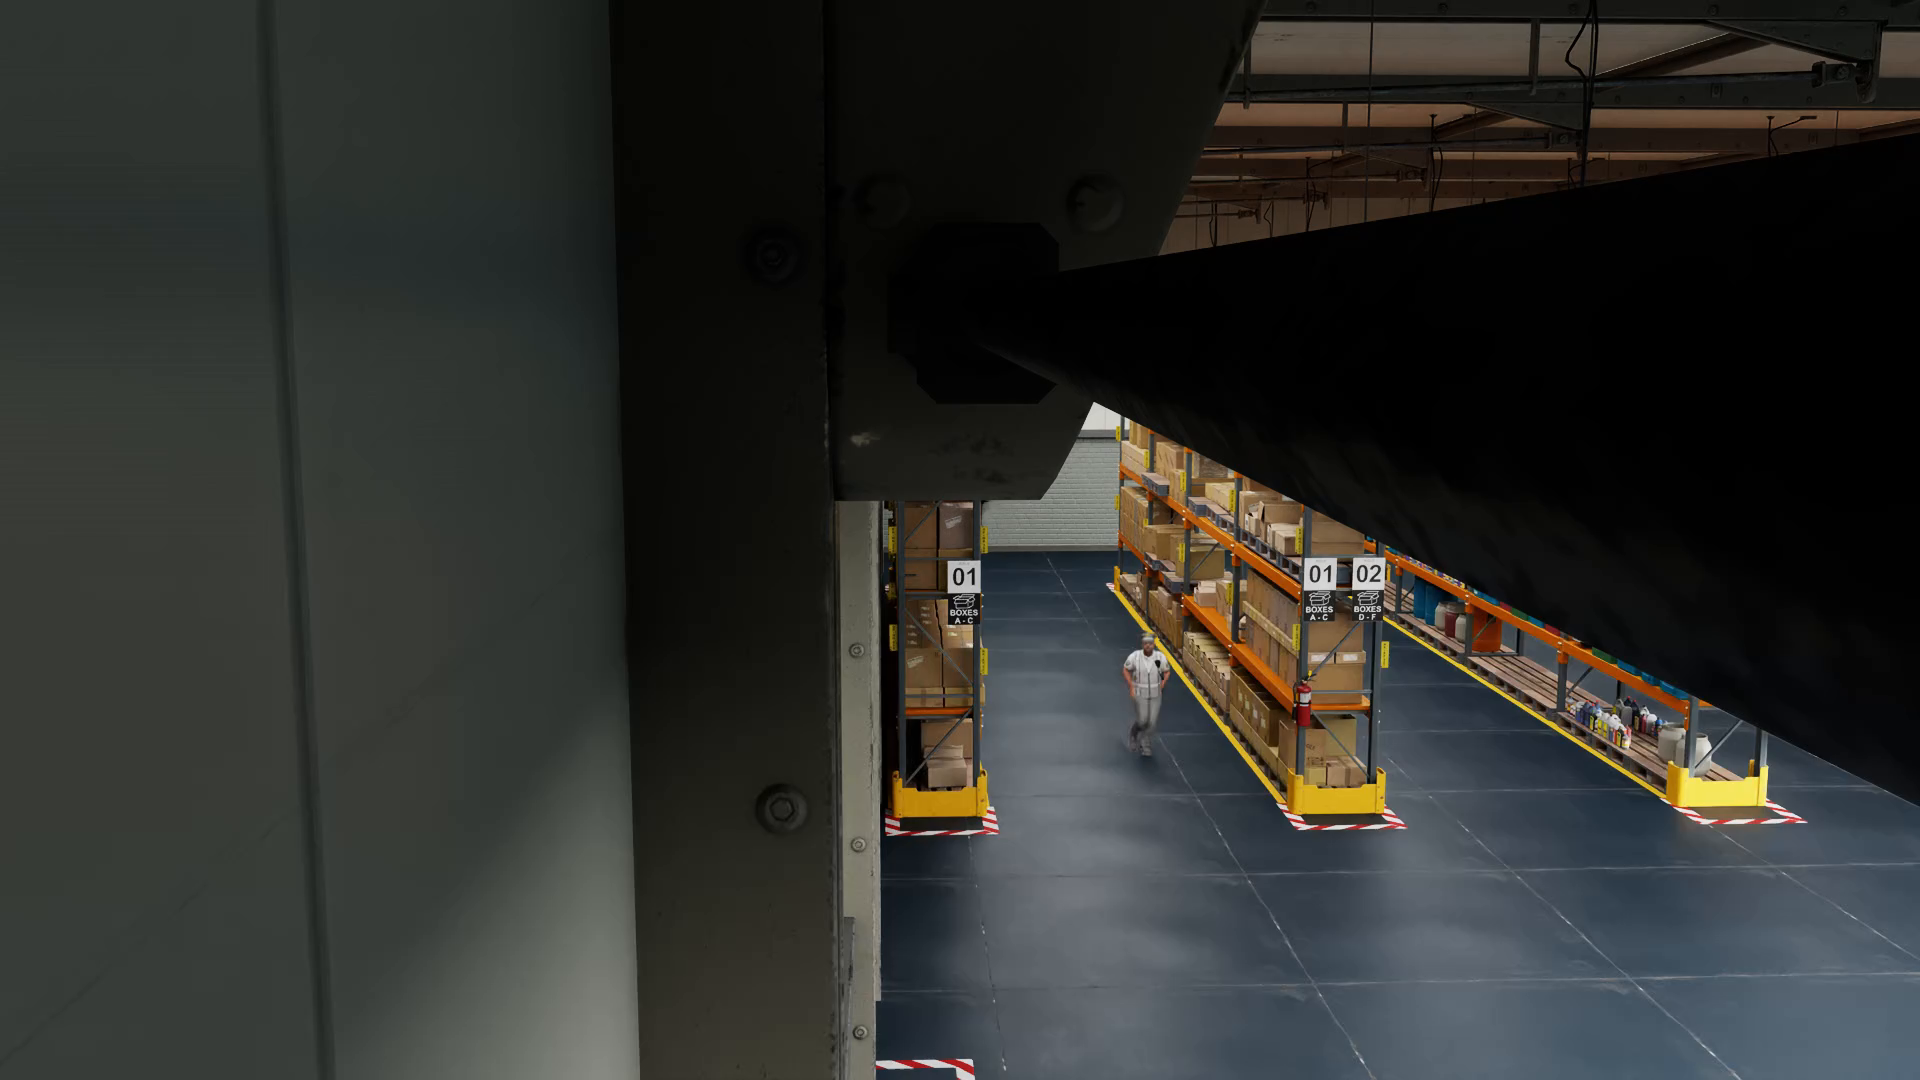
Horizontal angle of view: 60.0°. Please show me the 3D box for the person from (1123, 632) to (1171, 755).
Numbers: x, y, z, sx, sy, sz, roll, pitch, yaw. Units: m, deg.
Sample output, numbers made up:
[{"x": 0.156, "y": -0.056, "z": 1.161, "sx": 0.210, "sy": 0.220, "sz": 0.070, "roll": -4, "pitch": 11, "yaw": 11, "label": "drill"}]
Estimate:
[{"x": 2.626, "y": 2.147, "z": 23.159, "sx": 0.644, "sy": 1.745, "sz": 0.609, "roll": -1, "pitch": 8, "yaw": -5, "label": "person"}]
